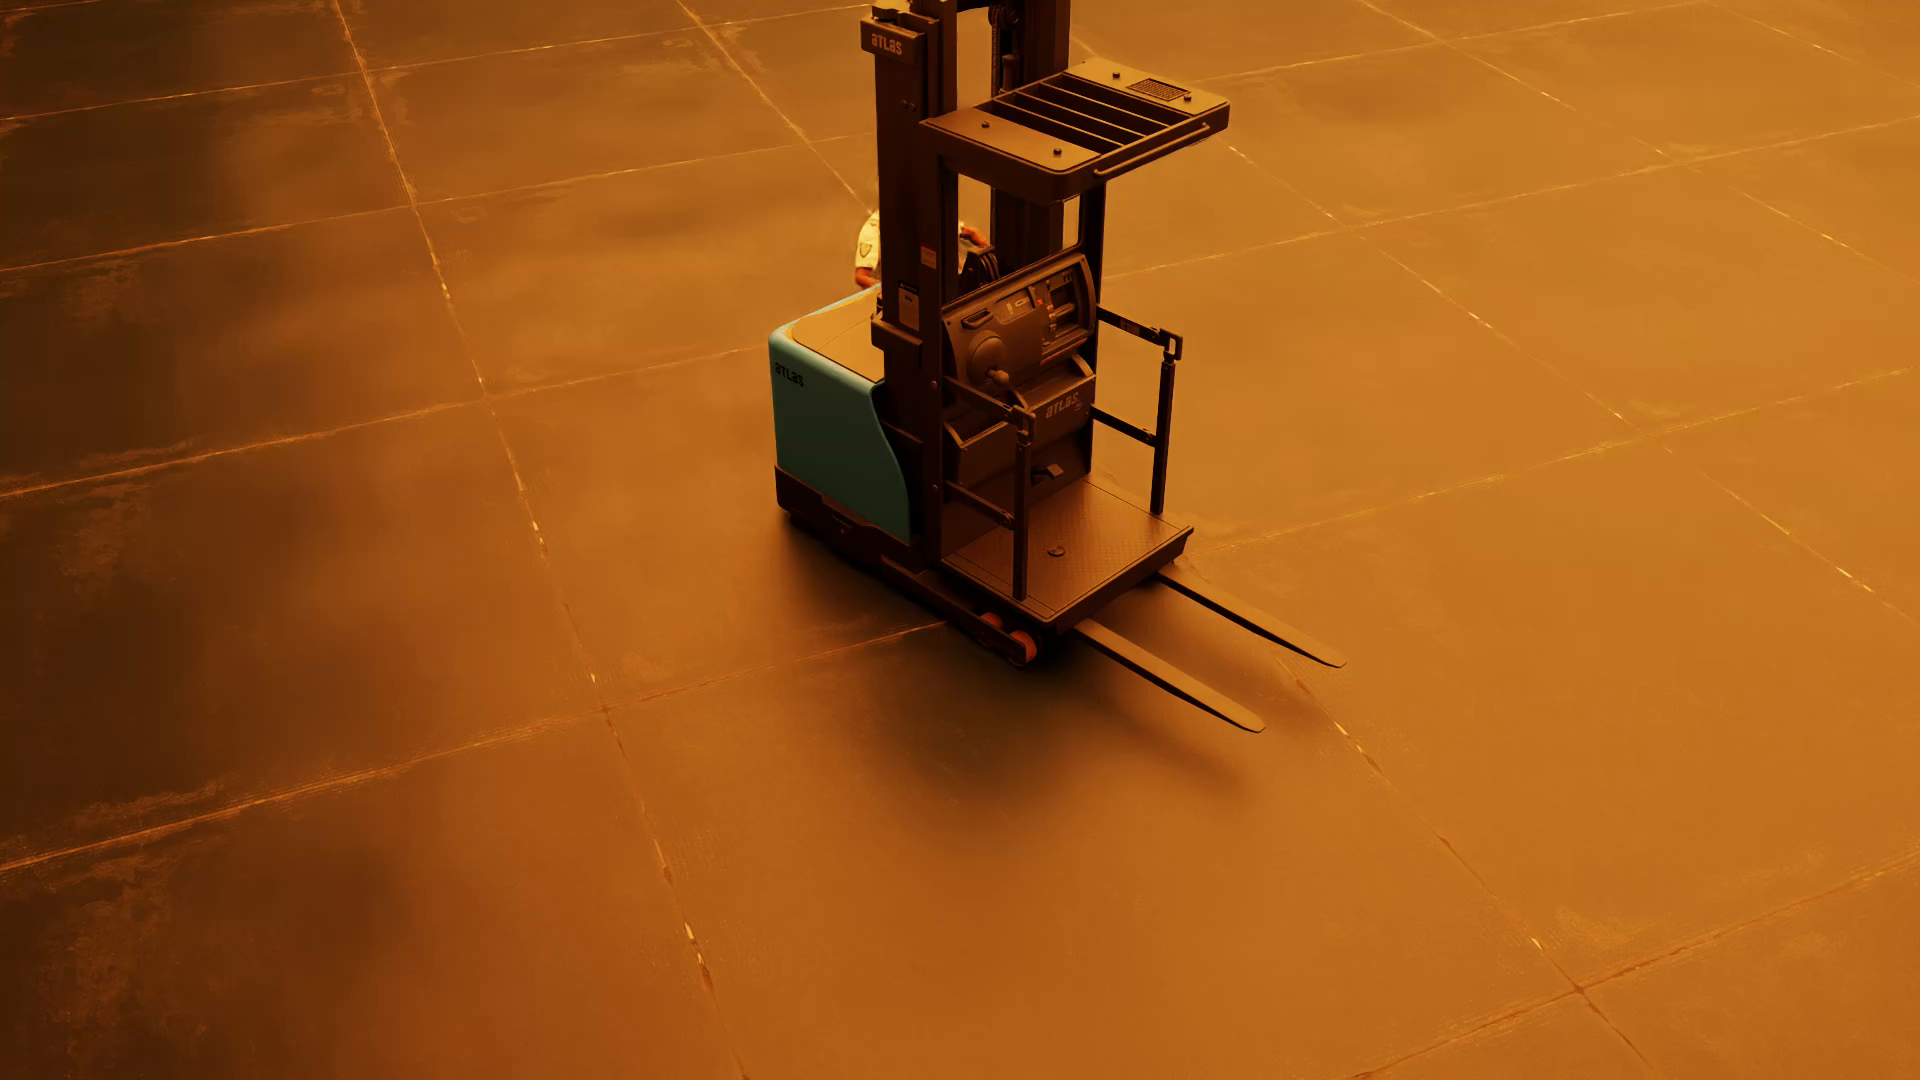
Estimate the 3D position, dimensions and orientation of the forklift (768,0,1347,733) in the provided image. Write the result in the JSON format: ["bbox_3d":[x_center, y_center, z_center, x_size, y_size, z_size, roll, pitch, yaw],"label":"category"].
[{"bbox_3d":[0.432,-0.946,7.429,3.031,2.935,1.130,30,45,35],"label":"forklift"}]

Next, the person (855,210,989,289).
[{"bbox_3d":[-0.245,-1.288,9.201,0.987,1.436,0.712,-12,37,-16],"label":"person"}]
